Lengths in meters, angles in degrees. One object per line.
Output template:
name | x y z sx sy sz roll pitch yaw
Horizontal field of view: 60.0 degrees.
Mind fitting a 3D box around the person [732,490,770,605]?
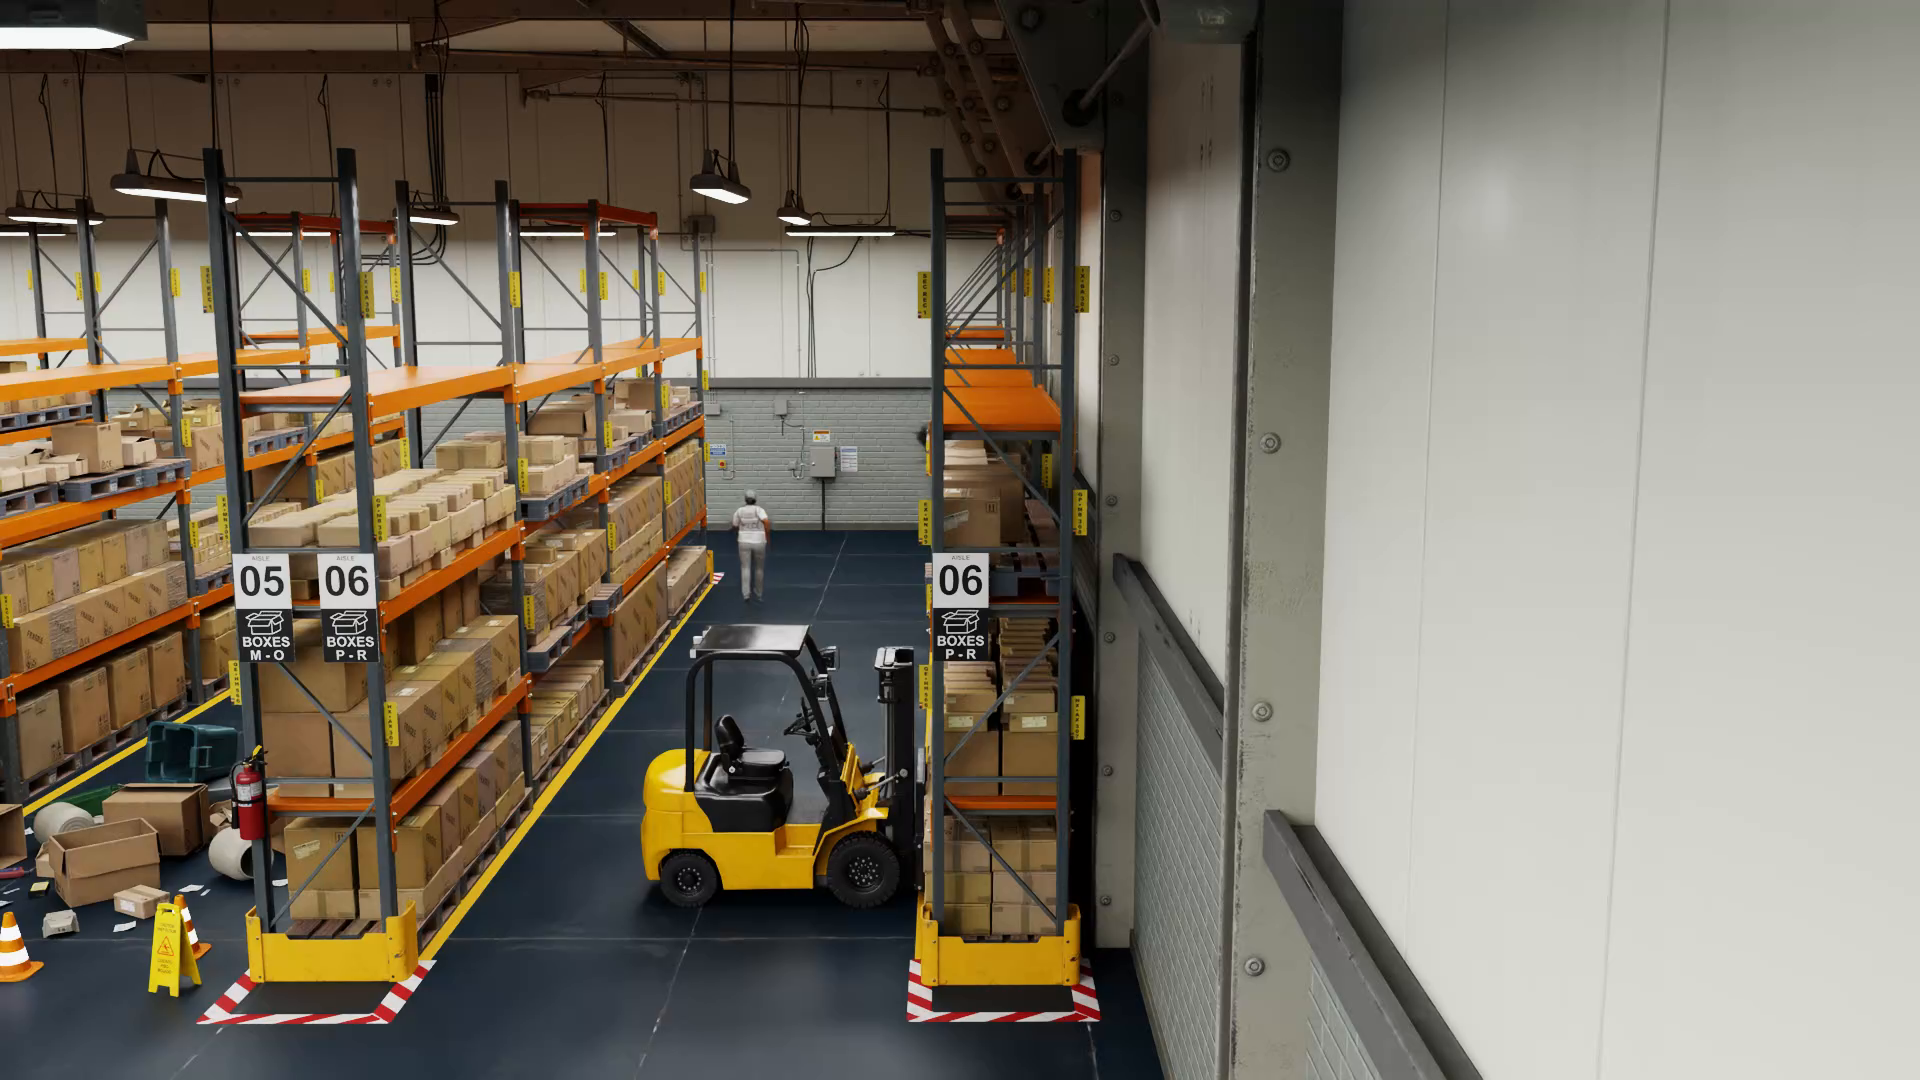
person | -3.080 0.126 24.555 0.580 1.729 0.789 -1 9 -5
